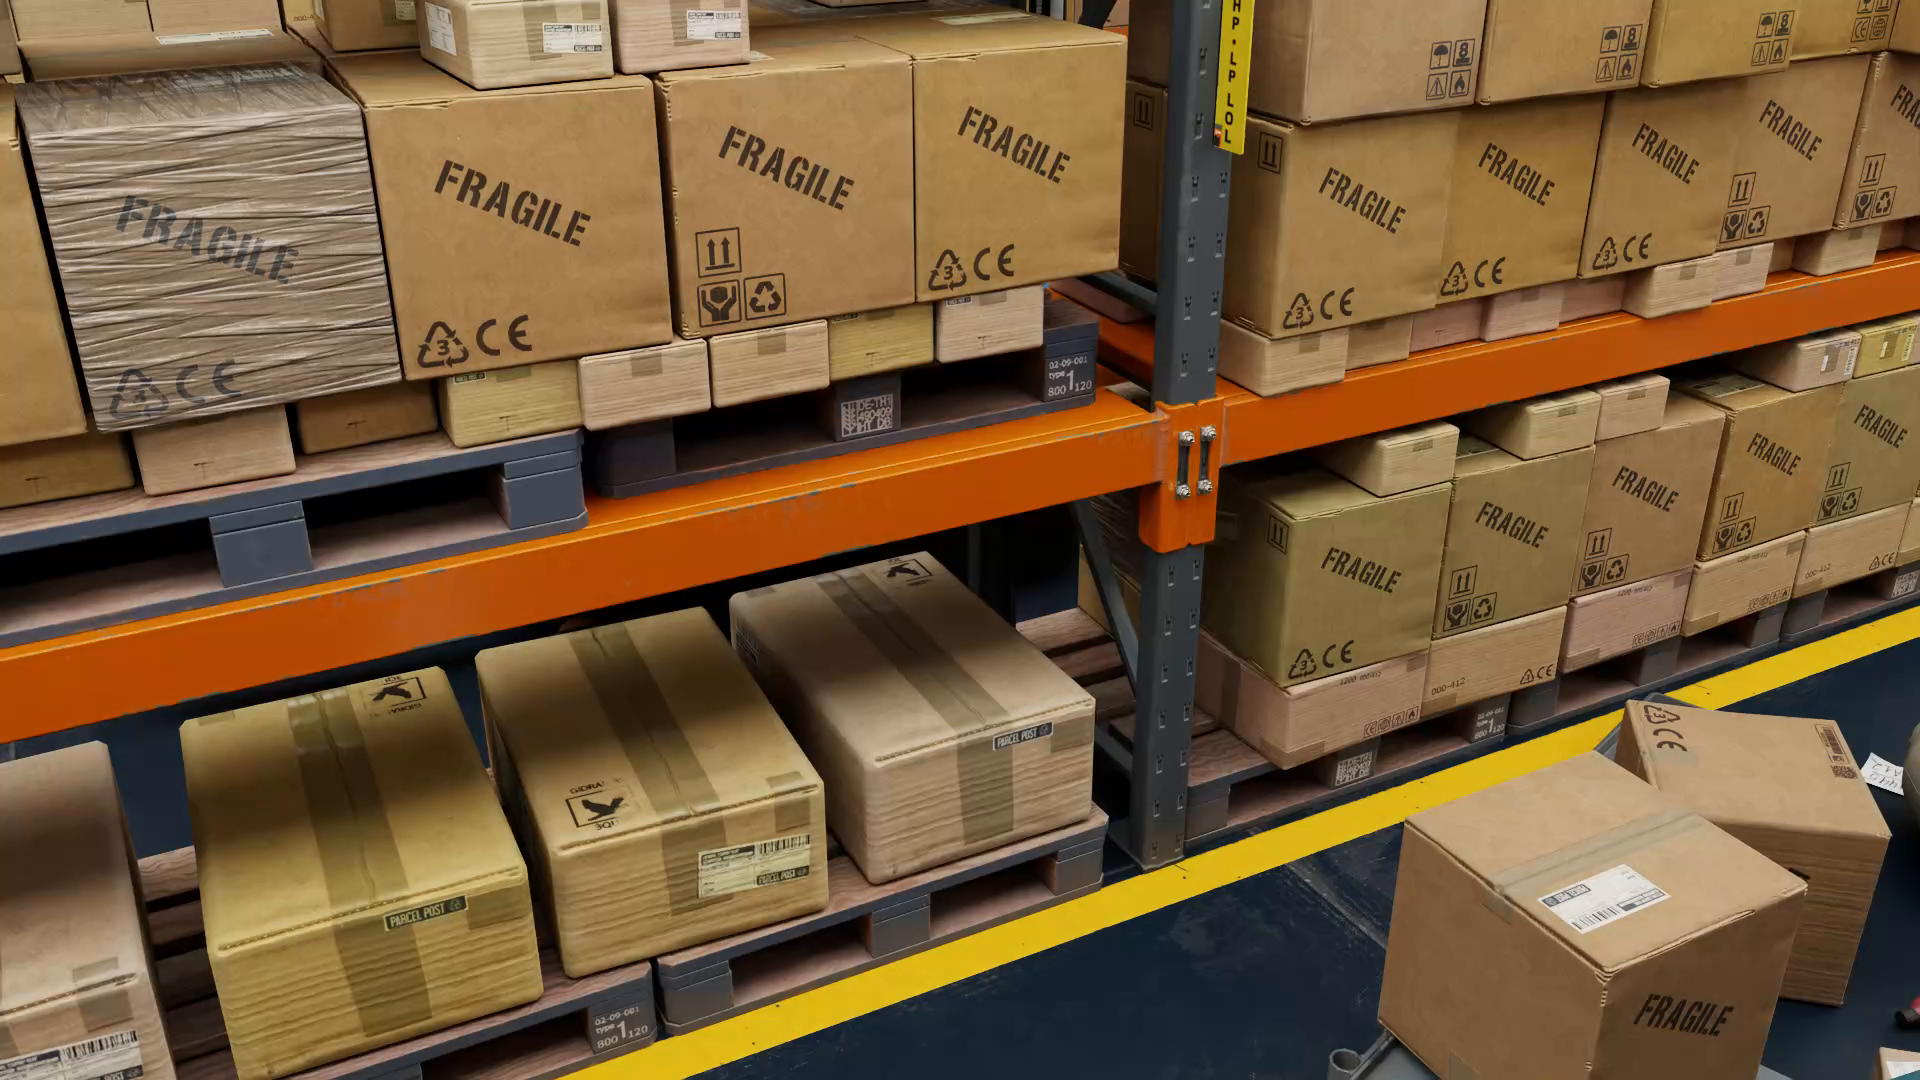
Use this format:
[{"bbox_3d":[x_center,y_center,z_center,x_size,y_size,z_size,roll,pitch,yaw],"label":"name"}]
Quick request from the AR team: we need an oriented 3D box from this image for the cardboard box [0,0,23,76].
[{"bbox_3d":[-1.909,-0.957,3.084,0.250,0.149,0.380,-14,29,-28],"label":"cardboard box"}]

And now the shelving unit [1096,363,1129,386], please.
[{"bbox_3d":[0.555,-0.618,6.151,0.503,1.200,0.258,-10,27,-20],"label":"shelving unit"}]

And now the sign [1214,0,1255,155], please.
[{"bbox_3d":[0.574,-0.981,3.489,0.005,0.325,0.100,-13,29,-25],"label":"sign"}]

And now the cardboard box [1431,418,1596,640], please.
[{"bbox_3d":[1.424,-0.088,4.794,0.500,0.500,0.500,-12,28,-23],"label":"cardboard box"}]

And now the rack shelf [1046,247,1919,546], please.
[{"bbox_3d":[2.075,-0.753,5.184,4.000,0.370,1.077,-13,29,-25],"label":"rack shelf"}]

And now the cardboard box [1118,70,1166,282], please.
[{"bbox_3d":[0.585,-1.035,4.480,0.500,0.500,0.500,-14,29,-26],"label":"cardboard box"}]

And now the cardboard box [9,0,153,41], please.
[{"bbox_3d":[-3.701,-2.220,7.004,0.500,0.250,0.500,-13,28,-24],"label":"cardboard box"}]

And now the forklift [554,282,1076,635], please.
[{"bbox_3d":[-1.149,-1.167,5.294,3.031,2.935,1.130,-10,27,-20],"label":"forklift"}]

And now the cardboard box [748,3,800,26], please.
[{"bbox_3d":[-0.680,-0.950,3.819,0.500,0.500,0.500,-13,29,-25],"label":"cardboard box"}]

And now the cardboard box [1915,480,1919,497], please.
[{"bbox_3d":[3.255,-0.510,5.671,0.500,0.500,0.500,-13,28,-25],"label":"cardboard box"}]

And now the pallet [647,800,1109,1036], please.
[{"bbox_3d":[-0.376,0.746,4.452,1.213,0.211,1.003,-13,29,-25],"label":"pallet"}]

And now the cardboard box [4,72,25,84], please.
[{"bbox_3d":[-4.155,-1.888,6.889,0.500,0.250,0.500,-14,29,-27],"label":"cardboard box"}]

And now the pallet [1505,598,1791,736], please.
[{"bbox_3d":[1.964,0.187,5.617,1.213,0.211,1.003,-13,29,-25],"label":"pallet"}]

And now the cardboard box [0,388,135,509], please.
[{"bbox_3d":[-1.658,-0.209,3.024,0.250,0.149,0.380,-12,28,-23],"label":"cardboard box"}]

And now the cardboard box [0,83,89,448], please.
[{"bbox_3d":[-1.792,-0.447,2.770,0.500,0.500,0.500,-12,28,-24],"label":"cardboard box"}]

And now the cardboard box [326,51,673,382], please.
[{"bbox_3d":[-0.885,-0.652,3.199,0.500,0.500,0.500,-12,28,-23],"label":"cardboard box"}]

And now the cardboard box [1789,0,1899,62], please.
[{"bbox_3d":[2.134,-1.635,4.576,0.500,0.500,0.700,-13,29,-25],"label":"cardboard box"}]

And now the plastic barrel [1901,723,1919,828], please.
[{"bbox_3d":[2.729,0.676,4.354,0.421,0.421,0.512,5,26,11],"label":"plastic barrel"}]

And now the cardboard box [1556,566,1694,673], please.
[{"bbox_3d":[1.890,0.141,5.182,0.500,0.250,0.500,-13,29,-26],"label":"cardboard box"}]

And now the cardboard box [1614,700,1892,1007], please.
[{"bbox_3d":[1.896,0.757,4.092,0.500,0.500,0.500,5,26,11],"label":"cardboard box"}]

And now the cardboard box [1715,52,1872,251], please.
[{"bbox_3d":[2.147,-1.151,4.723,0.500,0.500,0.500,-13,28,-24],"label":"cardboard box"}]

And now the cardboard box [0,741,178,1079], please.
[{"bbox_3d":[-2.069,0.875,3.512,0.625,0.372,0.950,-14,29,-26],"label":"cardboard box"}]

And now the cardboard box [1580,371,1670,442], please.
[{"bbox_3d":[1.785,-0.431,4.758,0.250,0.149,0.380,-11,28,-22],"label":"cardboard box"}]

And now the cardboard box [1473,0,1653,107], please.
[{"bbox_3d":[1.261,-1.402,4.091,0.500,0.500,0.700,-13,28,-25],"label":"cardboard box"}]

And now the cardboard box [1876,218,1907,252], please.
[{"bbox_3d":[2.697,-1.013,5.185,0.250,0.149,0.380,-13,28,-24],"label":"cardboard box"}]

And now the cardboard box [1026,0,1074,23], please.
[{"bbox_3d":[0.276,-3.017,8.954,0.500,0.500,0.500,-14,29,-26],"label":"cardboard box"}]

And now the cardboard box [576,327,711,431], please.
[{"bbox_3d":[-0.689,-0.369,3.359,0.250,0.149,0.380,-13,28,-25],"label":"cardboard box"}]

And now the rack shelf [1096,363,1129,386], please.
[{"bbox_3d":[0.555,-0.557,6.180,0.480,0.148,0.258,-10,27,-20],"label":"rack shelf"}]

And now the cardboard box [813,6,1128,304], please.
[{"bbox_3d":[0.010,-0.857,3.624,0.500,0.500,0.500,-14,29,-26],"label":"cardboard box"}]

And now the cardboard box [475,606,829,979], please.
[{"bbox_3d":[-0.784,0.581,4.125,0.625,0.372,0.950,-11,28,-22],"label":"cardboard box"}]

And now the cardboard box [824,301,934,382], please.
[{"bbox_3d":[-0.255,-0.489,3.607,0.250,0.149,0.380,-14,29,-27],"label":"cardboard box"}]

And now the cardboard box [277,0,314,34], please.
[{"bbox_3d":[-2.793,-2.417,7.415,0.500,0.250,0.500,-14,29,-26],"label":"cardboard box"}]

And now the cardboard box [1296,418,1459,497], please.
[{"bbox_3d":[1.096,-0.270,4.422,0.250,0.149,0.380,-13,28,-24],"label":"cardboard box"}]

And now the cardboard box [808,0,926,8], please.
[{"bbox_3d":[-0.272,-1.370,3.944,0.250,0.149,0.380,-13,29,-25],"label":"cardboard box"}]

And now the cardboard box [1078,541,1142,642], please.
[{"bbox_3d":[0.705,0.157,5.149,0.500,0.250,0.500,-12,28,-23],"label":"cardboard box"}]

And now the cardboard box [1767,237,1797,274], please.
[{"bbox_3d":[2.252,-0.910,4.969,0.250,0.149,0.380,-13,29,-25],"label":"cardboard box"}]

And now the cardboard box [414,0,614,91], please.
[{"bbox_3d":[-0.824,-0.940,3.049,0.250,0.149,0.380,-14,29,-27],"label":"cardboard box"}]

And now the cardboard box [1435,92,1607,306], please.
[{"bbox_3d":[1.261,-0.943,4.290,0.500,0.500,0.500,-13,29,-25],"label":"cardboard box"}]

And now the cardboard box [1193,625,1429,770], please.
[{"bbox_3d":[0.958,0.363,4.719,0.500,0.250,0.500,-14,29,-27],"label":"cardboard box"}]

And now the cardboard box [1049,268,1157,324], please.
[{"bbox_3d":[0.450,-0.739,4.613,0.250,0.149,0.380,-13,29,-26],"label":"cardboard box"}]

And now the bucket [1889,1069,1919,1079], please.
[{"bbox_3d":[1.764,1.082,2.556,0.620,0.611,0.726,-13,27,-3],"label":"bucket"}]

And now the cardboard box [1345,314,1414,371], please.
[{"bbox_3d":[0.937,-0.570,4.261,0.250,0.149,0.380,-12,28,-24],"label":"cardboard box"}]

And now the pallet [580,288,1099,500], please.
[{"bbox_3d":[-0.433,-0.483,4.013,1.213,0.211,1.003,-13,29,-25],"label":"pallet"}]

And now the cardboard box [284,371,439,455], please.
[{"bbox_3d":[-1.202,-0.319,3.254,0.250,0.149,0.380,-14,29,-27],"label":"cardboard box"}]

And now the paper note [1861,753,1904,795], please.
[{"bbox_3d":[2.688,0.676,4.806,0.142,0.019,0.148,21,33,37],"label":"paper note"}]

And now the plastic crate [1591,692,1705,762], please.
[{"bbox_3d":[2.081,0.640,4.825,0.402,0.080,0.583,21,33,37],"label":"plastic crate"}]

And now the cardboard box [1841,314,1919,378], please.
[{"bbox_3d":[2.740,-0.652,5.217,0.250,0.149,0.380,-12,28,-24],"label":"cardboard box"}]

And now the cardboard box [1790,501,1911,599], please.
[{"bbox_3d":[2.792,-0.065,5.610,0.500,0.250,0.500,-13,29,-25],"label":"cardboard box"}]

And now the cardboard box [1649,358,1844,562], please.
[{"bbox_3d":[2.348,-0.302,5.239,0.500,0.500,0.500,-14,29,-26],"label":"cardboard box"}]

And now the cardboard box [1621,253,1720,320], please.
[{"bbox_3d":[1.872,-0.755,4.648,0.250,0.149,0.380,-13,28,-25],"label":"cardboard box"}]

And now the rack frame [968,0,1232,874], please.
[{"bbox_3d":[0.310,-0.670,4.180,0.127,3.000,1.000,-13,29,-25],"label":"rack frame"}]

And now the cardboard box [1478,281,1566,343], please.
[{"bbox_3d":[1.392,-0.672,4.475,0.250,0.149,0.380,-12,28,-24],"label":"cardboard box"}]

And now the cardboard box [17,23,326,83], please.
[{"bbox_3d":[-1.571,-0.746,3.394,0.500,0.500,0.500,-14,29,-27],"label":"cardboard box"}]
